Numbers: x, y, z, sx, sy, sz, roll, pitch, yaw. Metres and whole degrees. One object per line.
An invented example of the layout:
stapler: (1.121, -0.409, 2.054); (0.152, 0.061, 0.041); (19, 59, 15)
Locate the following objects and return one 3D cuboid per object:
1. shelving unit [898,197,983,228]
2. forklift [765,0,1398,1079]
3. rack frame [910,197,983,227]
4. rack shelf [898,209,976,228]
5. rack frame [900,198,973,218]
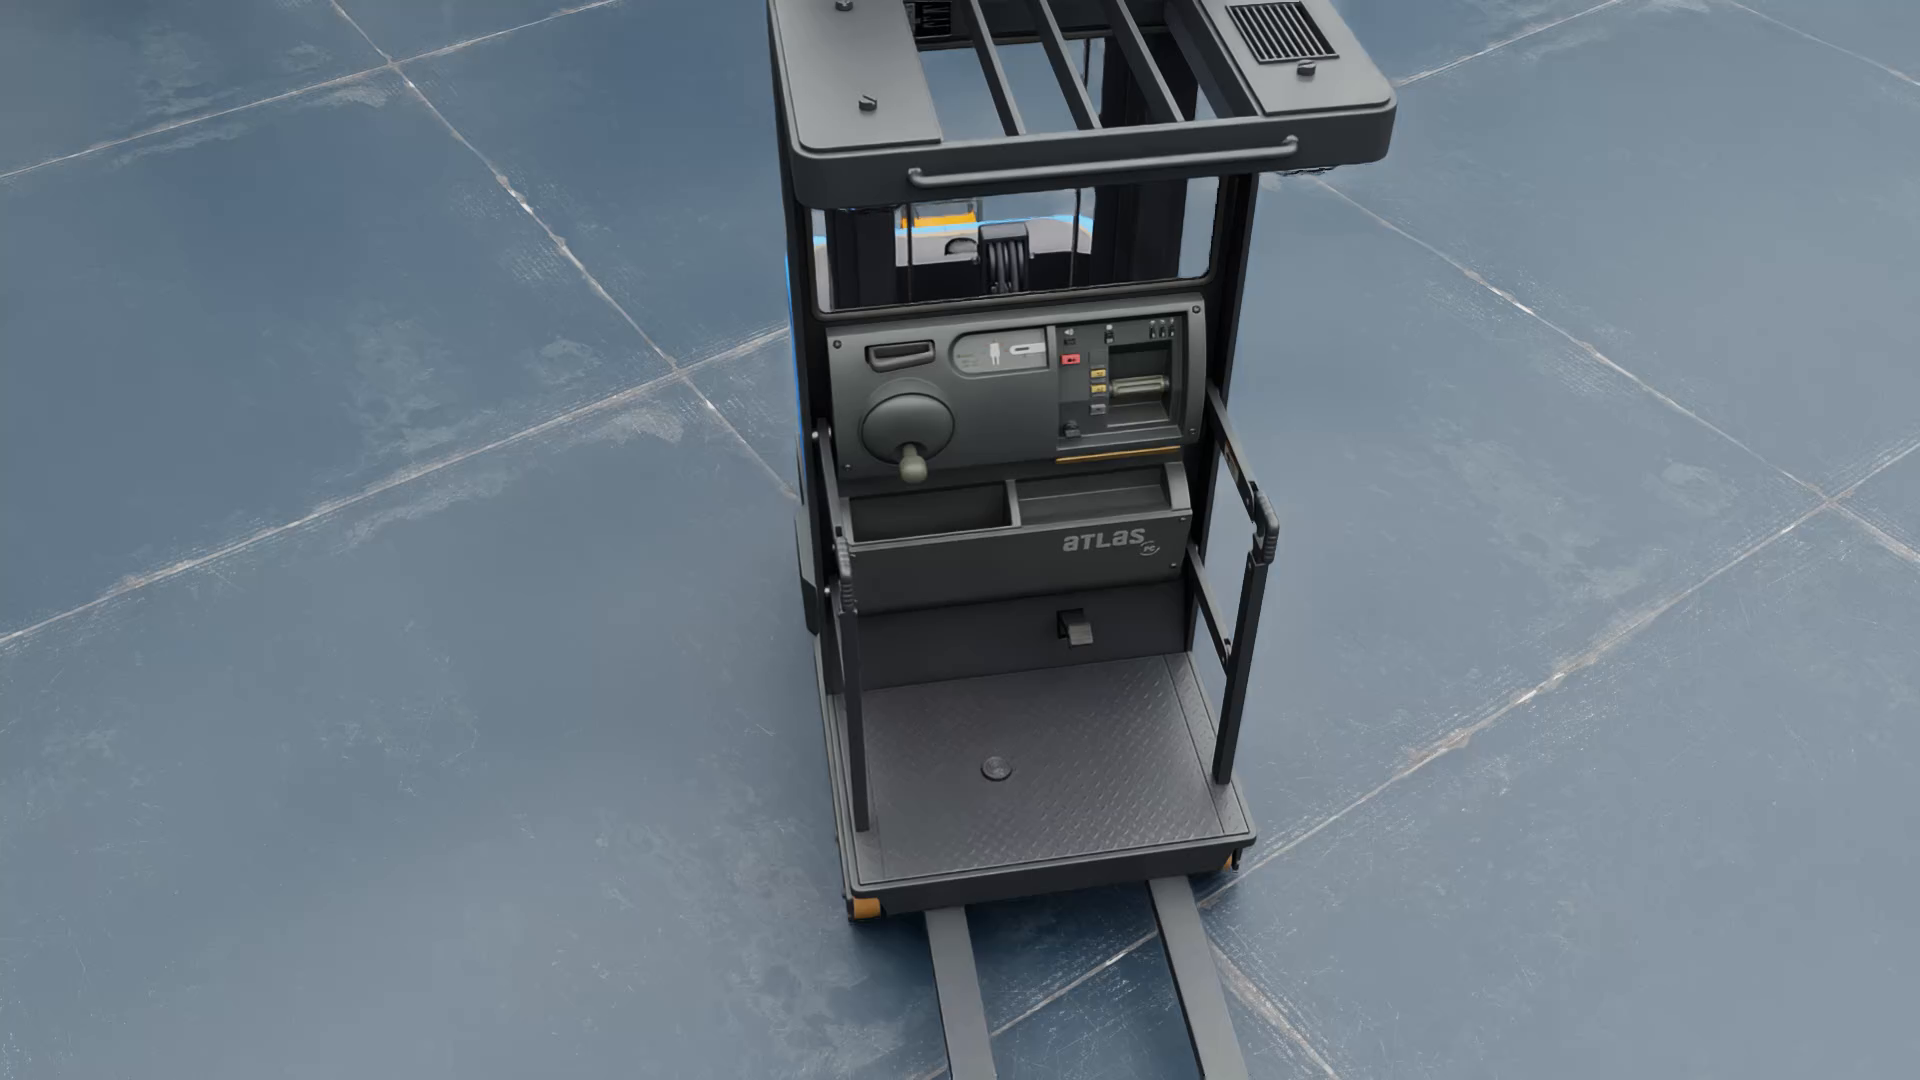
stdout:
shelving unit: (-0.061, -0.753, 5.669); (0.258, 1.200, 0.189); (-6, 44, -7)
forklift: (0.182, -0.278, 3.919); (1.130, 2.935, 3.031); (-6, 44, -7)
rack frame: (-0.047, -0.690, 5.604); (0.240, 1.200, 0.006); (-6, 44, -7)
rack shelf: (-0.061, -0.981, 5.452); (0.258, 0.103, 0.180); (-6, 44, -7)
rack frame: (-0.076, -0.815, 5.735); (0.240, 1.200, 0.006); (-6, 44, -7)
